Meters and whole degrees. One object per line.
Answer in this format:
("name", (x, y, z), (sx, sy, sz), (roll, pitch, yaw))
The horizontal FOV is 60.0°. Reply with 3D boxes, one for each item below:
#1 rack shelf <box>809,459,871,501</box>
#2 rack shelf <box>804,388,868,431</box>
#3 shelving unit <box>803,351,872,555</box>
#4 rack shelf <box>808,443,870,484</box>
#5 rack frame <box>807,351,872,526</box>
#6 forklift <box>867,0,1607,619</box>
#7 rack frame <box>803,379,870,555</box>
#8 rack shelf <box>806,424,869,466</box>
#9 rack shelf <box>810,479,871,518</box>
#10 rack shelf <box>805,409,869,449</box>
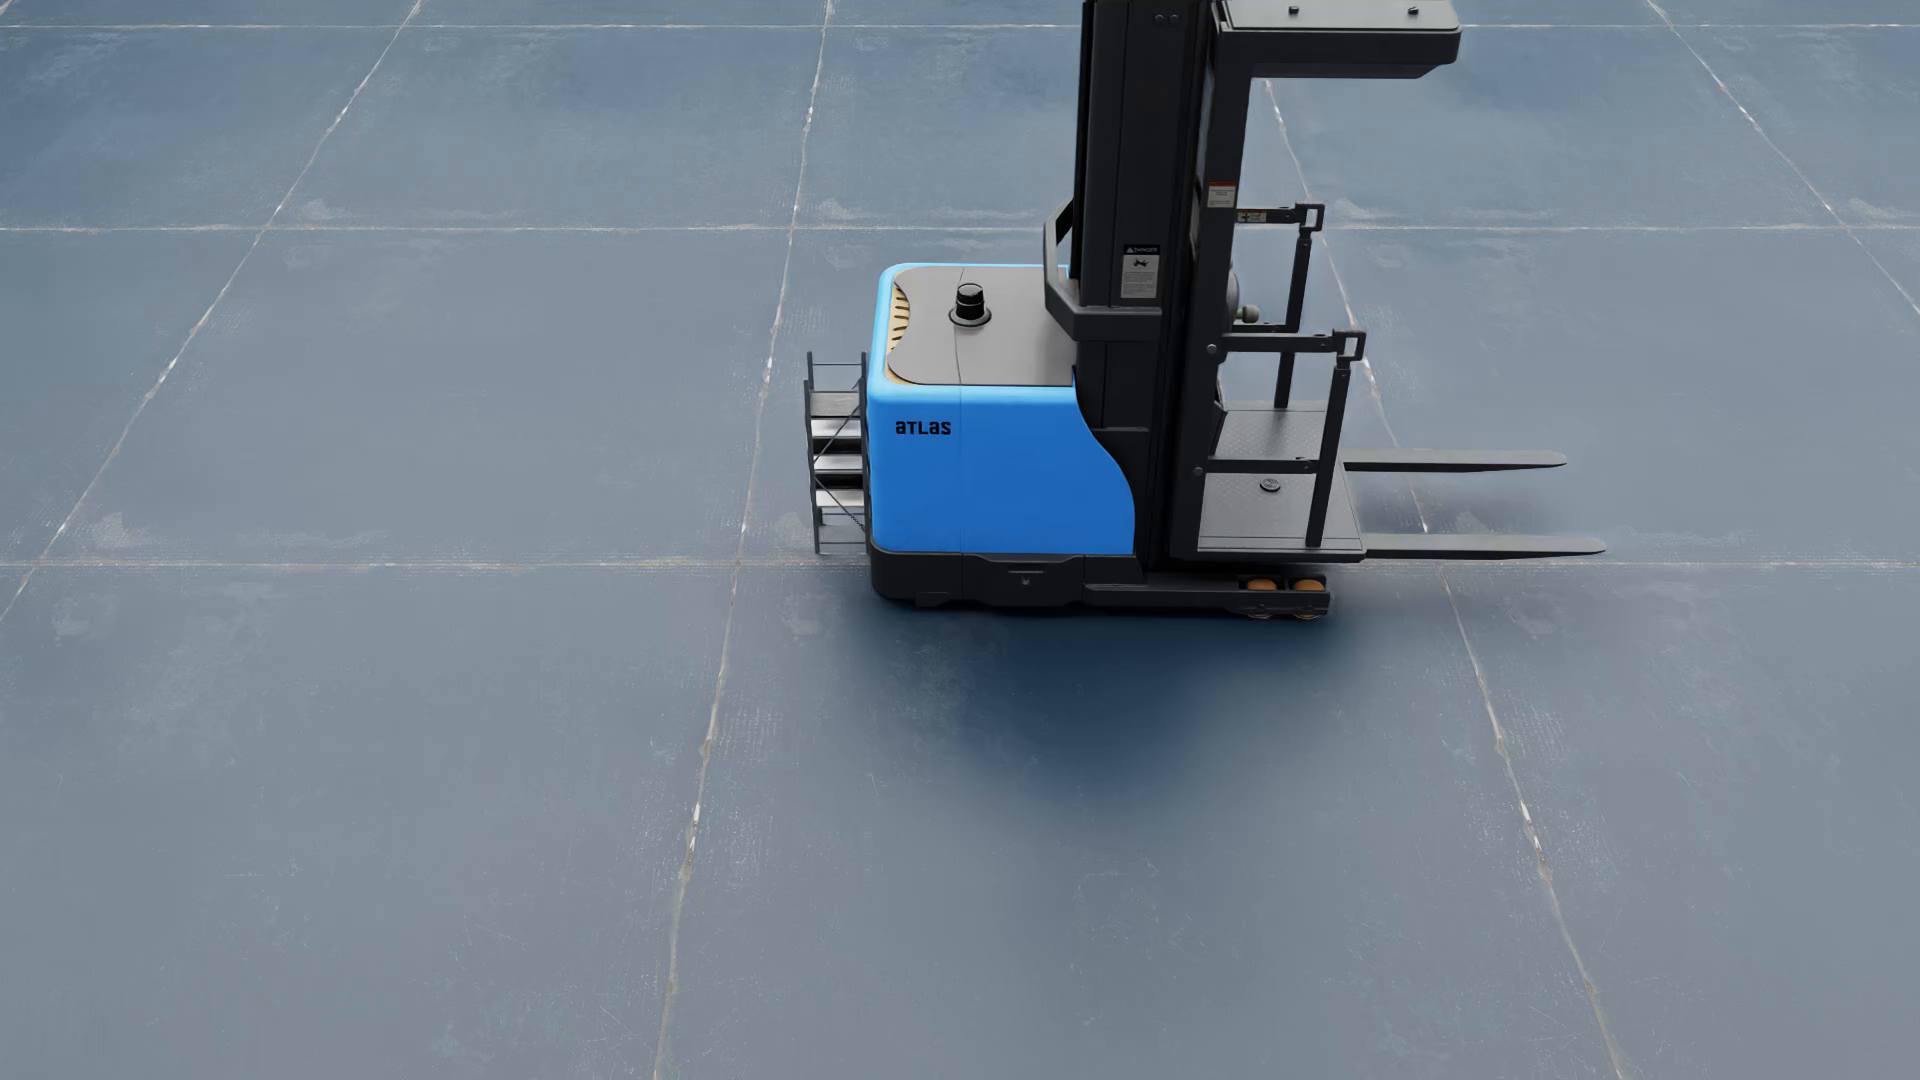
("rack shelf", (-0.504, -0.256, 7.047), (0.258, 0.077, 0.200), (0, 39, 0))
("rack shelf", (-0.504, -0.537, 6.822), (0.258, 0.077, 0.200), (0, 39, 0))
("shelving unit", (-0.504, -0.352, 6.970), (0.258, 0.900, 0.210), (0, 39, 0))
("rack shelf", (-0.504, -0.326, 6.991), (0.258, 0.077, 0.200), (0, 39, 0))
("rack frame", (-0.504, -0.416, 7.050), (0.240, 0.900, 0.006), (0, 39, 0))
("forklift", (1.156, -1.156, 6.348), (3.031, 2.935, 1.130), (1, 39, 1))
("rack frame", (-0.504, -0.289, 6.891), (0.240, 0.900, 0.006), (0, 39, 0))
("rack shelf", (-0.504, -0.397, 6.935), (0.258, 0.077, 0.200), (0, 39, 0))
("rack shelf", (-0.504, -0.186, 7.104), (0.258, 0.077, 0.200), (0, 39, 0))
("rack shelf", (-0.504, -0.467, 6.878), (0.258, 0.077, 0.200), (0, 39, 0))
